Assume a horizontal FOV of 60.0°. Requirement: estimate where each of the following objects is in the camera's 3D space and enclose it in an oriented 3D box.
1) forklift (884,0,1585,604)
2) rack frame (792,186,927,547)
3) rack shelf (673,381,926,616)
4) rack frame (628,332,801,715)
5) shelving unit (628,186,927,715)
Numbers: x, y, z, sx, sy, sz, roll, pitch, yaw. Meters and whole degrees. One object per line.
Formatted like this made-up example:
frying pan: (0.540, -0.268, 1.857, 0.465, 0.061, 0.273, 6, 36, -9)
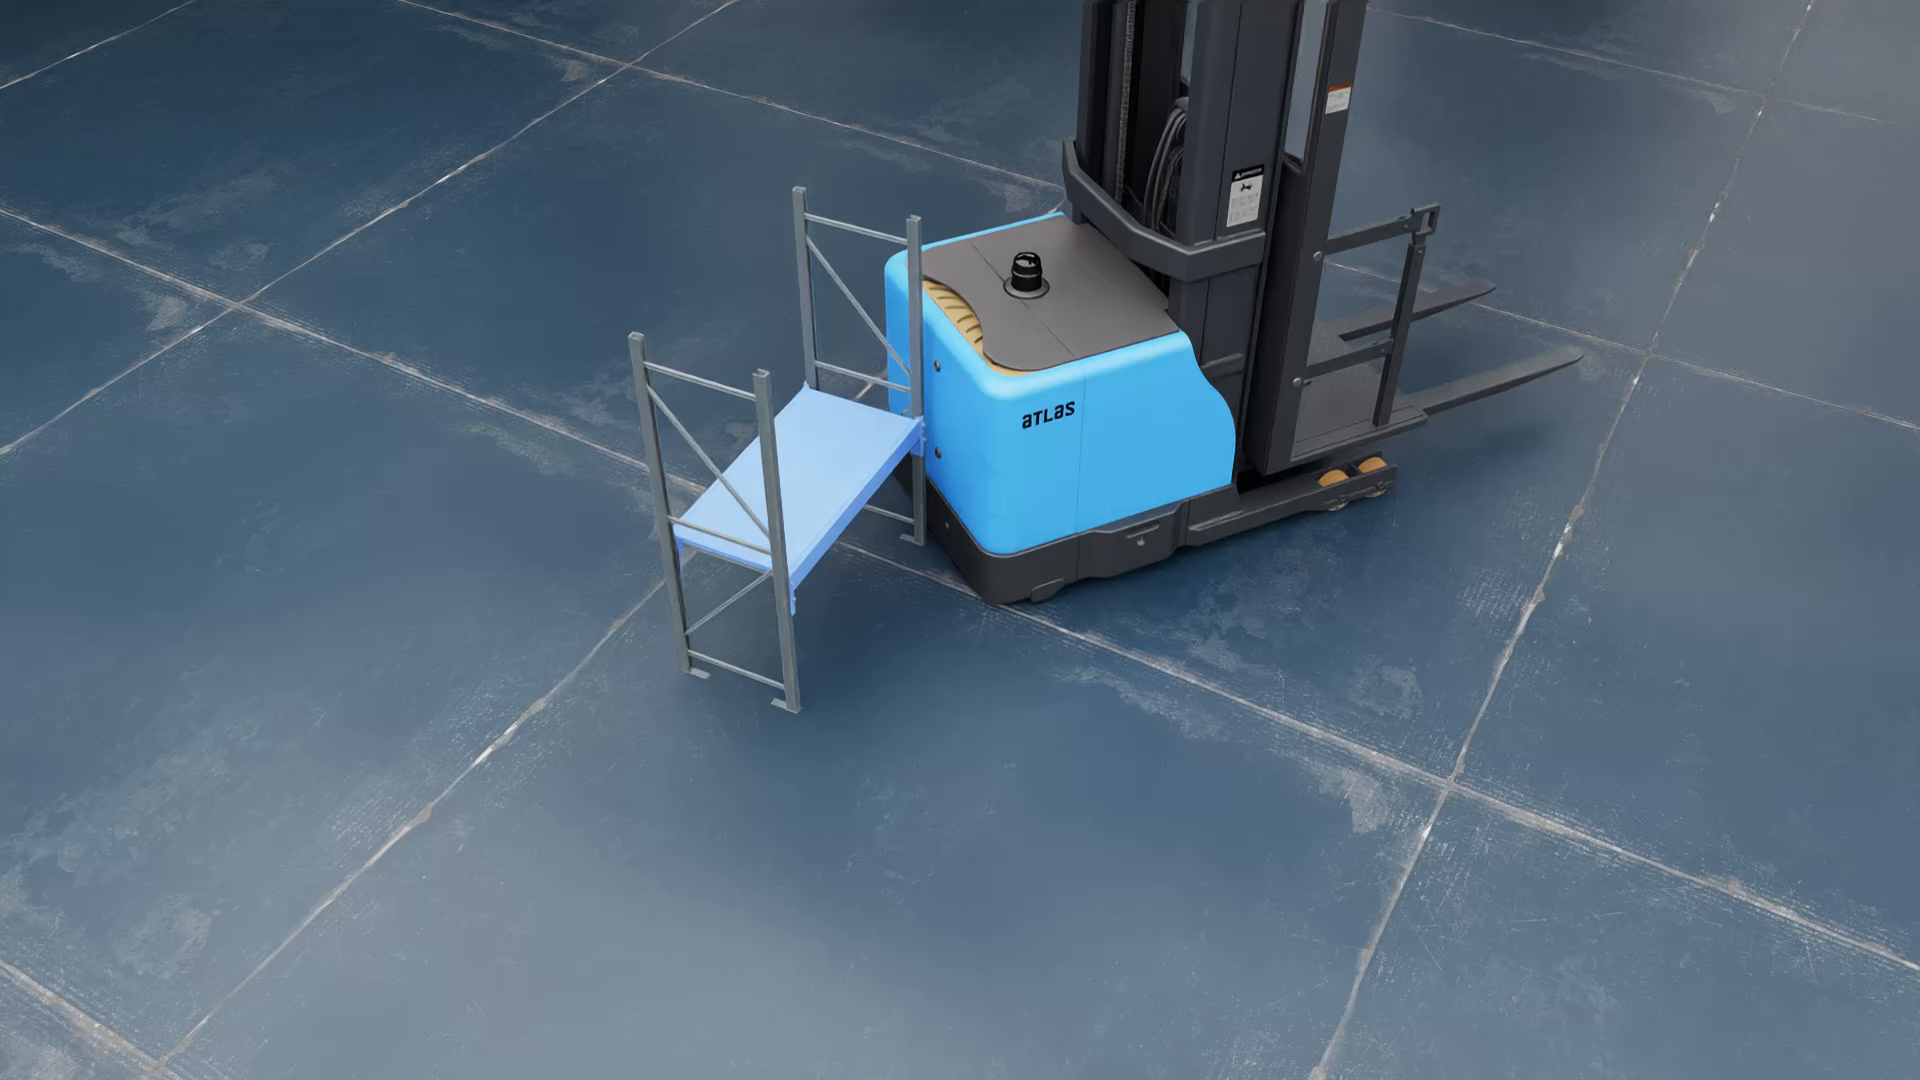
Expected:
forklift: (1.253, -1.521, 6.259, 3.031, 2.935, 1.130, -17, 44, -19)
rack frame: (-0.365, -0.615, 6.314, 0.500, 1.500, 0.032, 18, 44, 19)
rack shelf: (-0.587, -0.178, 6.090, 0.538, 0.185, 1.000, 18, 44, 19)
rack frame: (-0.809, -0.011, 5.628, 0.500, 1.500, 0.032, 18, 44, 19)
shelving unit: (-0.587, -0.313, 5.971, 0.538, 1.500, 1.048, 18, 44, 19)
